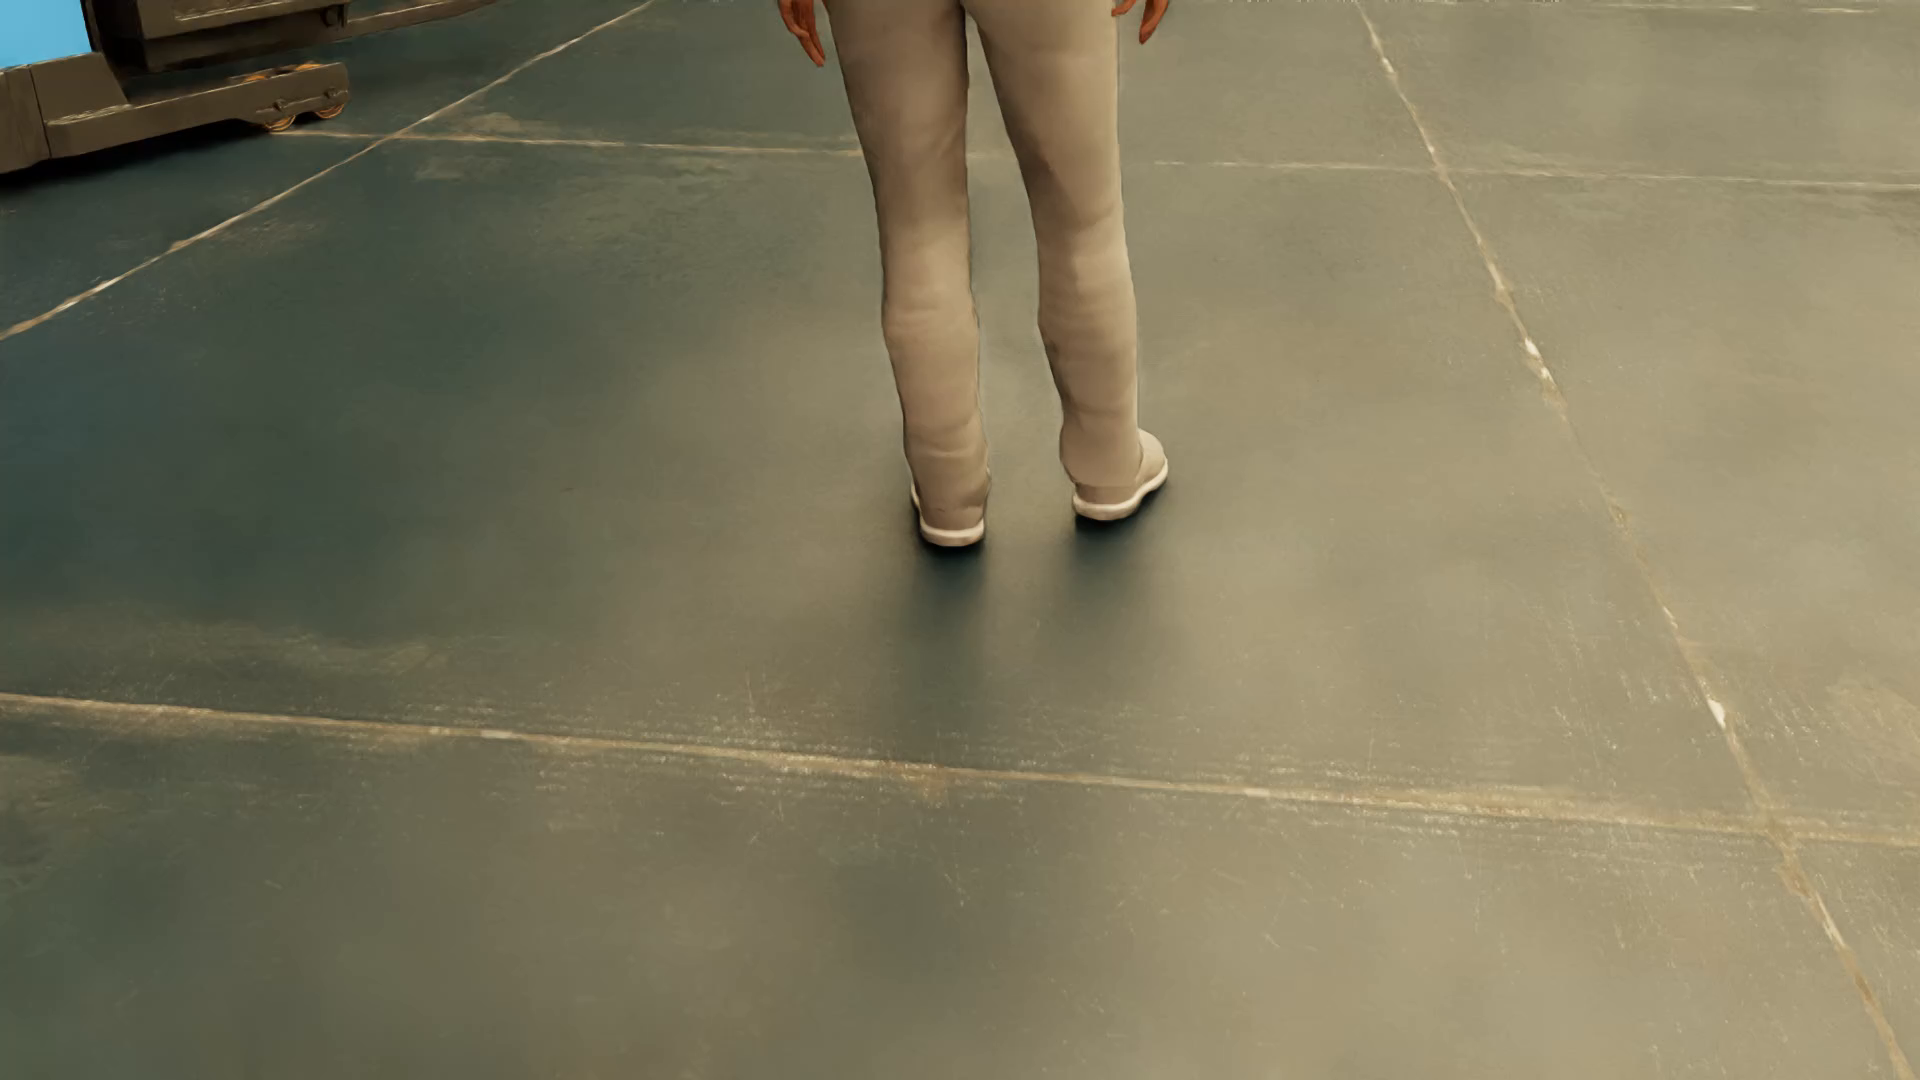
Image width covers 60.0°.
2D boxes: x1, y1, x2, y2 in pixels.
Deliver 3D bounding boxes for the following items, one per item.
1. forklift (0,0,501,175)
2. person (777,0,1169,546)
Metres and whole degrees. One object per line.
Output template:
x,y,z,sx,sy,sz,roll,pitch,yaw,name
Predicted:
-2.530,-2.604,4.437,1.130,2.935,3.031,13,29,24,forklift
0.029,-0.797,2.183,0.570,1.695,0.529,3,27,7,person
